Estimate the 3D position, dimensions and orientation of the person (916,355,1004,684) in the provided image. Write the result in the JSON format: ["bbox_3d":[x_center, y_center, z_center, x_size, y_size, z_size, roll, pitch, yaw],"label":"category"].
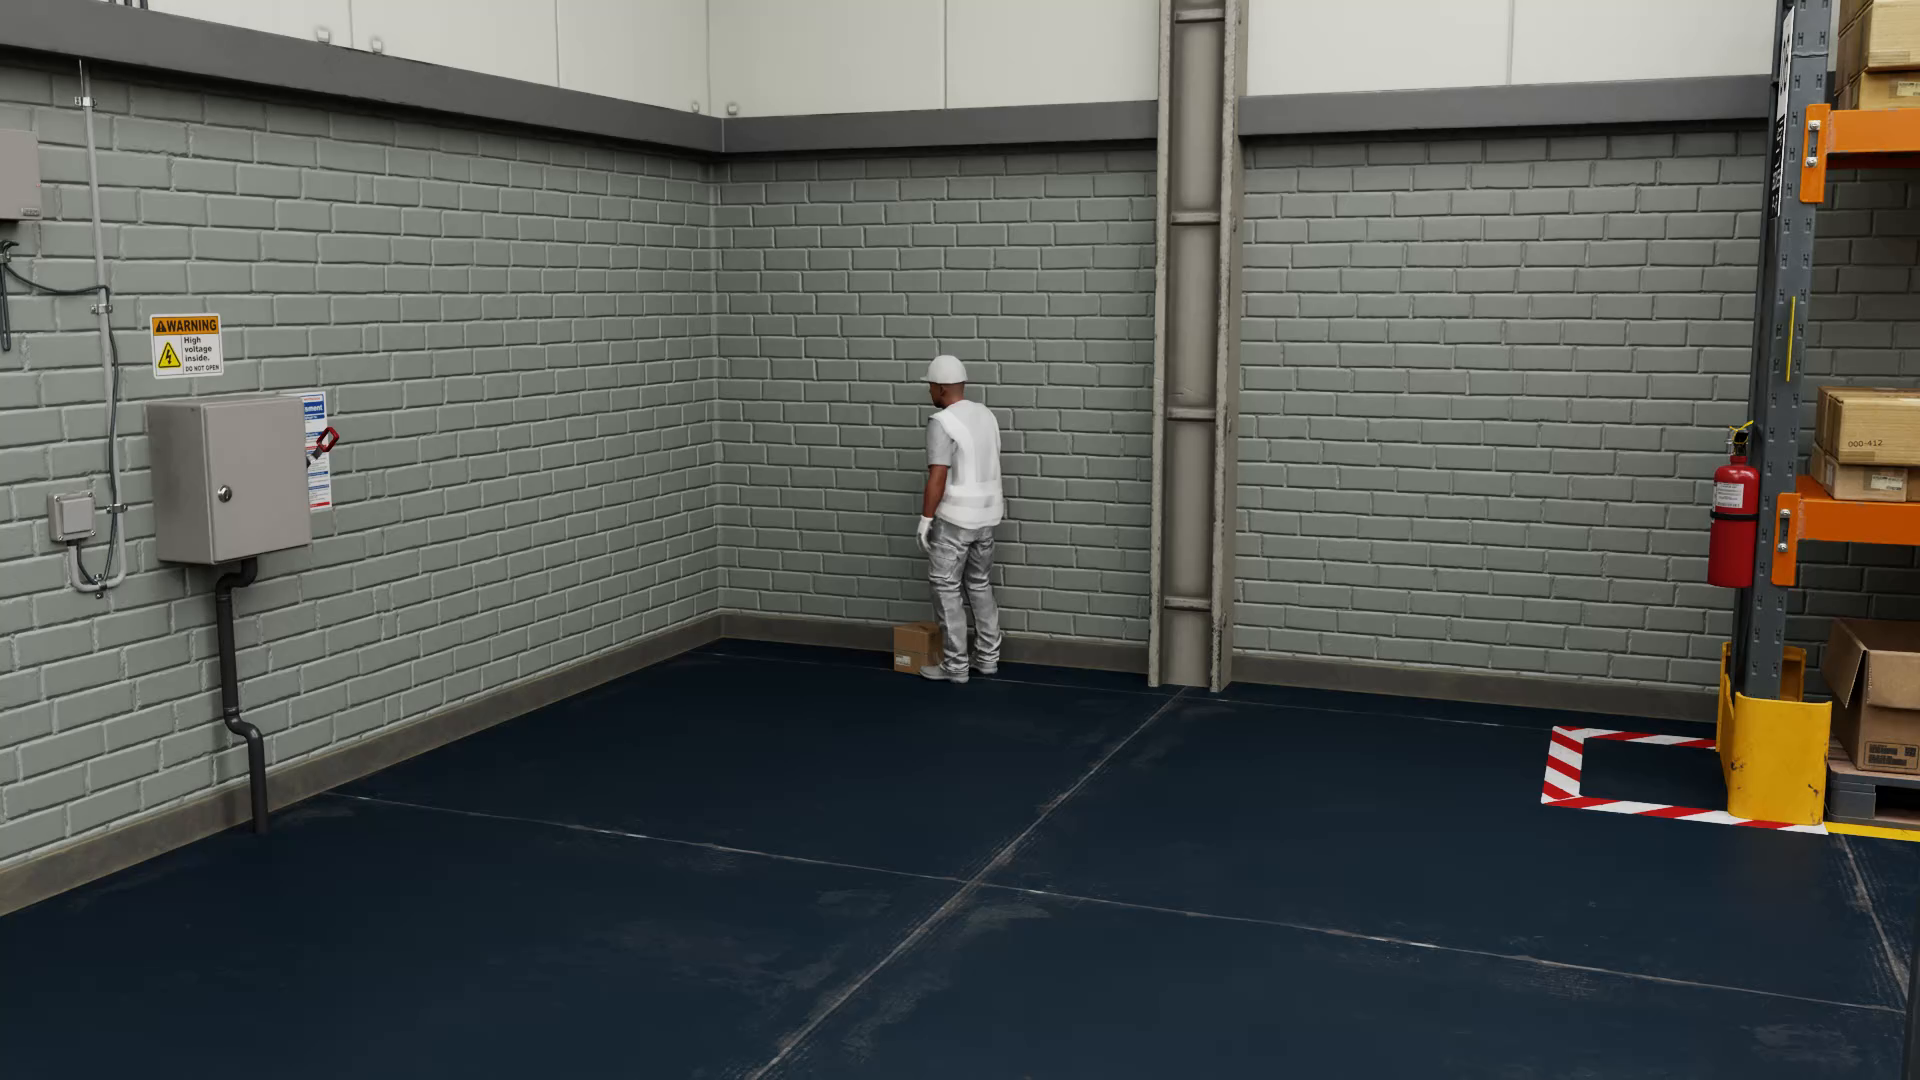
[{"bbox_3d":[-0.008,-0.118,9.089,0.444,1.775,0.629,6,11,37],"label":"person"}]
